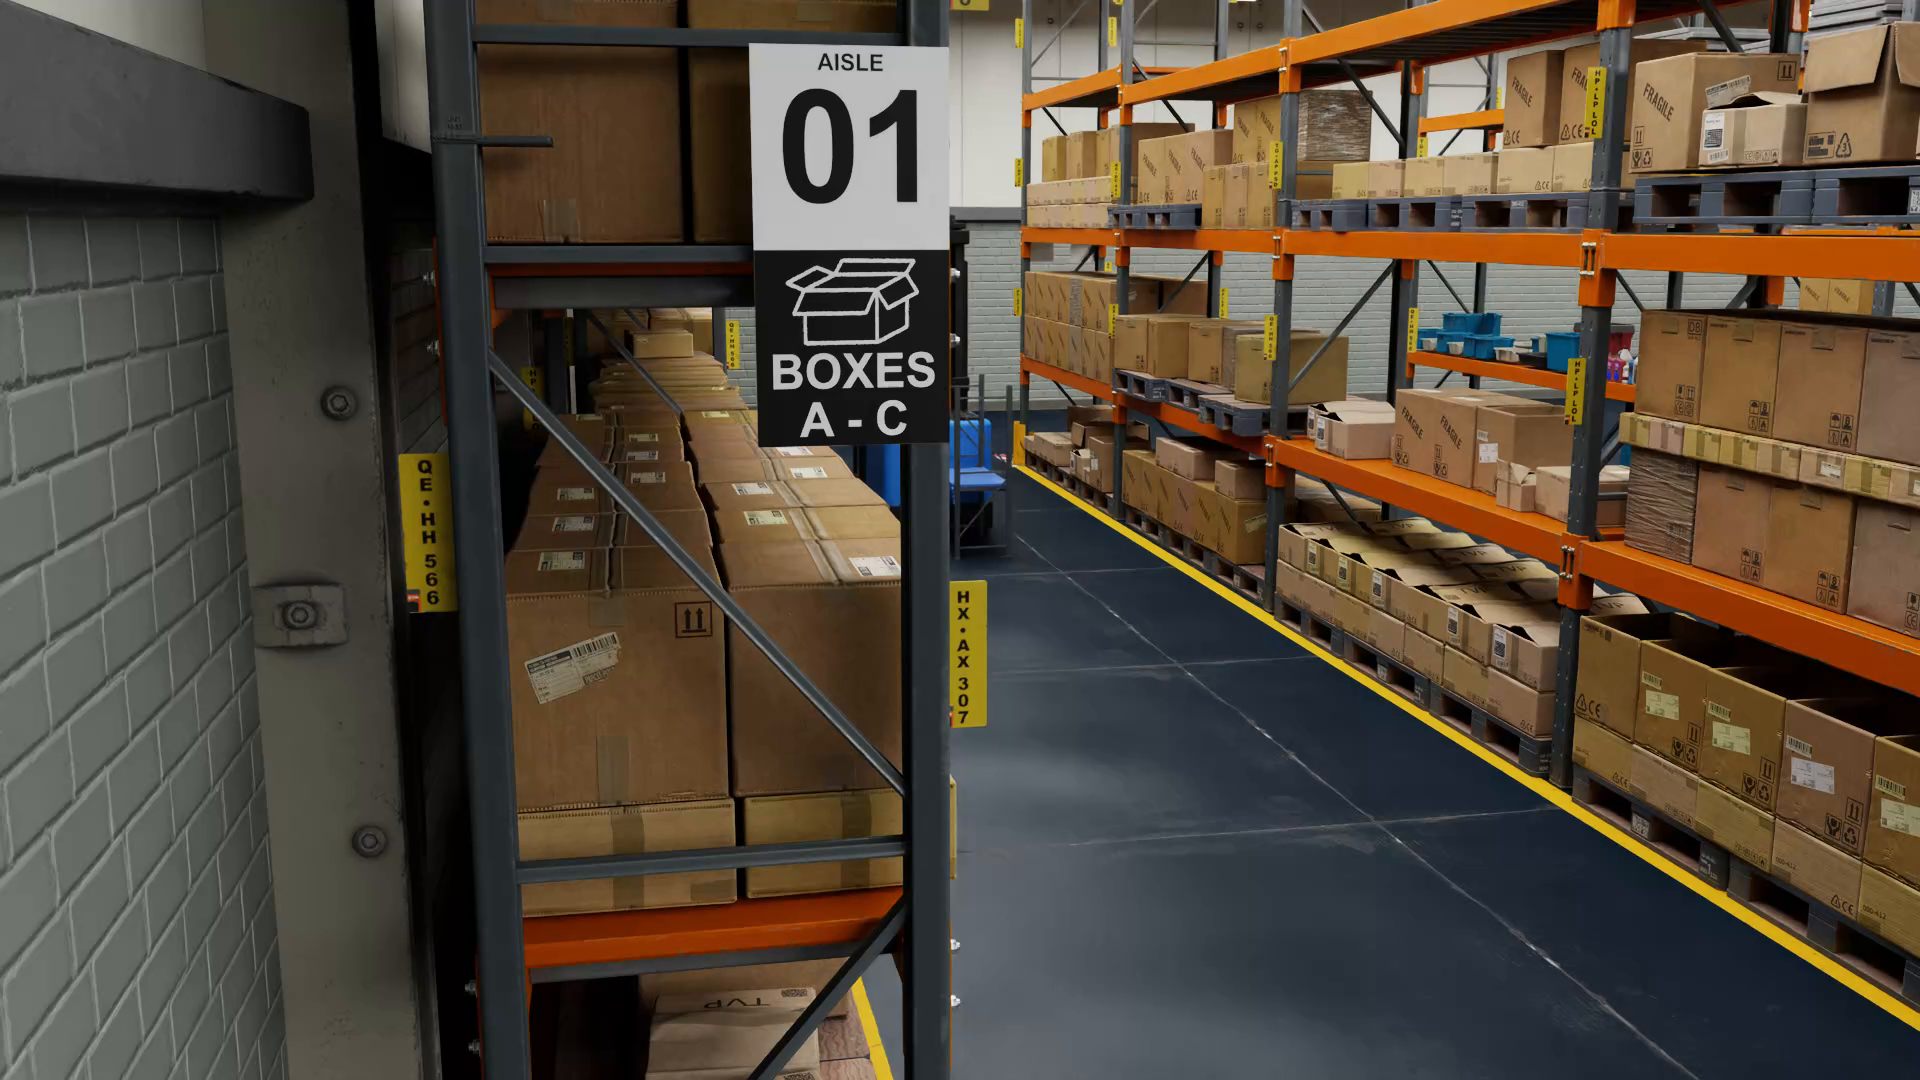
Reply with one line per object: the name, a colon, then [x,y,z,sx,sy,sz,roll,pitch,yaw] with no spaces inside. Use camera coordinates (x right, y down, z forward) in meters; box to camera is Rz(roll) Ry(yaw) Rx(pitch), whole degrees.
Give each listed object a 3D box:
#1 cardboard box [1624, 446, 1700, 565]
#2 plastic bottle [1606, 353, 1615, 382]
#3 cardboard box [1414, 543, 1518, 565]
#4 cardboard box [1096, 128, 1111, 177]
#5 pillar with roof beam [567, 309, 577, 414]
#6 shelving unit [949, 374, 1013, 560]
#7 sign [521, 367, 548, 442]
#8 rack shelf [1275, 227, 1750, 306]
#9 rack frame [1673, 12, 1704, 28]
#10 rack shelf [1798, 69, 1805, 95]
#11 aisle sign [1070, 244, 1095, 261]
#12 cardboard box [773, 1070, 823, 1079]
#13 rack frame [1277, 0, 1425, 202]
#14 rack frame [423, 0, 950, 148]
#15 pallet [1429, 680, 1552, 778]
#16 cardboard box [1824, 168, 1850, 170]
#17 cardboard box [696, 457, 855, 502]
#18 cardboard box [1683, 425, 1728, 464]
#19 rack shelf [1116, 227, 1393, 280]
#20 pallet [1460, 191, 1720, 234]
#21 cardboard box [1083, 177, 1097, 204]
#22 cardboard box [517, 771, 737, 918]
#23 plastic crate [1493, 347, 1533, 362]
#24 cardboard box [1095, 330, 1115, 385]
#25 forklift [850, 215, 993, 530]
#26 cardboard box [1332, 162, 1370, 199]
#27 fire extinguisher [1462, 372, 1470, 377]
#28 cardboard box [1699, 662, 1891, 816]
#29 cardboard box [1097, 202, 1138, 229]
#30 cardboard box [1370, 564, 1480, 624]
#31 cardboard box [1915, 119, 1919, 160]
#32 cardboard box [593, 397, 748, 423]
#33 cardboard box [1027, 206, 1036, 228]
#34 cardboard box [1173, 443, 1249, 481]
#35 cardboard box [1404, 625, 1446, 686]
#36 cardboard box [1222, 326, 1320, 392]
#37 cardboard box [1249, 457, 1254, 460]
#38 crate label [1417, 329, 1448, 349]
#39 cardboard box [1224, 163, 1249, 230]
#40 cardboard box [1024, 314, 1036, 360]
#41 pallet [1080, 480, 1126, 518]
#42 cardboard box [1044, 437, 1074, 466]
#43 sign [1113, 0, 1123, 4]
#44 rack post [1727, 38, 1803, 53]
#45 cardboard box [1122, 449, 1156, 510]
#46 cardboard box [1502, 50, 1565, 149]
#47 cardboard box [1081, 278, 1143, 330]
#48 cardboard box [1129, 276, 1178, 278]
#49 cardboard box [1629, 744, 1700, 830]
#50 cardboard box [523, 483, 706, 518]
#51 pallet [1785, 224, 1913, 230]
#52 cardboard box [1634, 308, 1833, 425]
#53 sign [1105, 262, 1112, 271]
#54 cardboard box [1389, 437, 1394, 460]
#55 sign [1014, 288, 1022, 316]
cardboard box: [3.650,-0.189,7.951,0.700,0.500,0.500,-2,11,-12]
plastic bottle: [6.513,-1.727,16.614,0.061,0.283,0.133,-2,11,-11]
cardboard box: [3.325,0.190,10.962,0.500,0.311,0.500,-2,11,-11]
cardboard box: [1.808,-3.978,17.163,0.700,0.500,0.500,-2,11,-11]
pillar with roof beam: [-0.786,-5.808,21.698,9.100,9.000,0.400,-2,11,-11]
shelving unit: [0.087,-0.668,14.749,0.538,1.500,1.048,-2,11,-13]
sign: [-1.845,-0.588,7.219,0.100,0.325,0.005,-2,11,-11]
rack shelf: [3.168,-1.708,10.101,1.077,0.370,4.000,-2,11,-11]
rack frame: [6.861,-4.814,16.477,1.000,3.000,0.127,-2,11,-11]
rack shelf: [7.250,-3.898,14.655,1.077,0.370,4.000,-2,11,-11]
aisle sign: [1.510,-3.722,19.831,0.394,0.787,0.004,-2,11,-11]
cardboard box: [-0.570,1.668,4.476,0.500,0.311,0.500,-3,11,-17]
rack frame: [2.779,-3.901,11.680,1.000,3.000,0.127,-2,11,-11]
rack frame: [-0.523,-2.253,3.021,1.000,3.000,0.127,-2,11,-11]
pallet: [3.375,1.015,9.350,1.003,0.211,1.213,-2,11,-11]
cardboard box: [11.086,-4.358,20.445,0.700,0.500,0.500,-3,11,-13]
cardboard box: [-0.614,0.011,5.514,0.500,0.500,0.500,-2,11,-9]
cardboard box: [3.520,-0.439,7.530,0.380,0.149,0.250,-2,11,-13]
rack shelf: [2.390,-2.441,13.955,1.077,0.370,4.000,-2,11,-11]
pallet: [3.373,-1.761,8.972,0.805,0.209,1.217,-3,11,-13]
cardboard box: [1.546,-3.504,16.681,0.500,0.250,0.500,-2,11,-11]
cardboard box: [-0.804,0.679,4.008,0.500,0.250,0.500,-2,11,-10]
plastic crate: [6.227,-2.076,18.678,0.293,0.136,0.466,-2,11,-11]
cardboard box: [1.652,-1.819,16.519,0.500,0.500,0.500,-2,11,-10]
forklift: [-0.520,-1.737,16.535,1.130,2.935,3.031,-2,11,-13]
cardboard box: [2.923,-2.479,11.509,0.500,0.250,0.500,-3,11,-15]
fire extinguisher: [6.499,-2.424,21.167,0.296,0.674,0.183,-2,11,-11]
cardboard box: [3.535,0.835,7.064,0.500,0.500,0.500,-2,11,-11]
cardboard box: [1.646,-3.167,16.247,0.500,0.250,0.500,-2,11,-11]
cardboard box: [2.901,0.305,10.354,0.500,0.311,0.500,-2,11,-12]
cardboard box: [3.744,-1.495,5.803,0.500,0.311,0.500,-1,11,-4]
cardboard box: [-1.367,-0.400,7.883,0.700,0.500,0.500,-2,11,-11]
cardboard box: [1.074,-3.718,19.140,0.500,0.250,0.500,-2,11,-11]
cardboard box: [2.149,-0.671,14.258,0.500,0.250,0.500,-2,11,-12]
cardboard box: [2.995,0.672,9.929,0.500,0.250,0.500,-2,11,-10]
cardboard box: [2.555,-1.496,13.696,0.700,0.500,0.500,0,11,0]
cardboard box: [2.466,-0.505,15.389,0.500,0.500,0.500,-2,11,-11]
crate label: [5.808,-2.491,20.602,0.416,0.233,0.303,-2,11,-11]
cardboard box: [2.562,-2.649,12.857,0.910,0.500,0.500,-2,11,-11]
cardboard box: [1.051,-2.380,19.463,0.500,0.500,0.500,-2,11,-10]
pallet: [1.868,-0.444,17.018,1.003,0.211,1.213,-2,11,-11]
cardboard box: [1.245,-0.993,18.624,0.500,0.250,0.500,-2,11,-11]
sign: [1.465,-5.116,15.354,0.100,0.325,0.005,-2,11,-11]
rack post: [7.379,-4.202,14.598,0.937,0.300,0.954,-1,11,-5]
cardboard box: [1.856,-0.578,15.775,0.500,0.500,0.500,-3,11,-14]
cardboard box: [3.342,-2.413,9.157,0.500,0.500,0.500,-1,11,-6]
cardboard box: [1.546,-2.405,16.924,0.500,0.500,0.500,-2,11,-12]
cardboard box: [1.985,-2.514,17.493,0.500,0.500,0.500,-2,11,-13]
cardboard box: [3.442,1.112,7.617,0.500,0.250,0.500,-2,11,-11]
cardboard box: [-1.017,0.123,4.922,0.500,0.500,0.500,-2,11,-13]
pallet: [7.586,-2.658,13.677,1.003,0.211,1.213,-2,11,-11]
cardboard box: [3.650,-0.826,7.830,0.700,0.500,0.500,-2,11,-11]
sign: [1.771,-3.162,19.899,0.100,0.325,0.005,-2,11,-11]
cardboard box: [3.082,-0.599,11.046,0.380,0.149,0.250,-1,11,-7]
sign: [0.691,-2.827,19.765,0.100,0.325,0.005,-2,11,-11]
